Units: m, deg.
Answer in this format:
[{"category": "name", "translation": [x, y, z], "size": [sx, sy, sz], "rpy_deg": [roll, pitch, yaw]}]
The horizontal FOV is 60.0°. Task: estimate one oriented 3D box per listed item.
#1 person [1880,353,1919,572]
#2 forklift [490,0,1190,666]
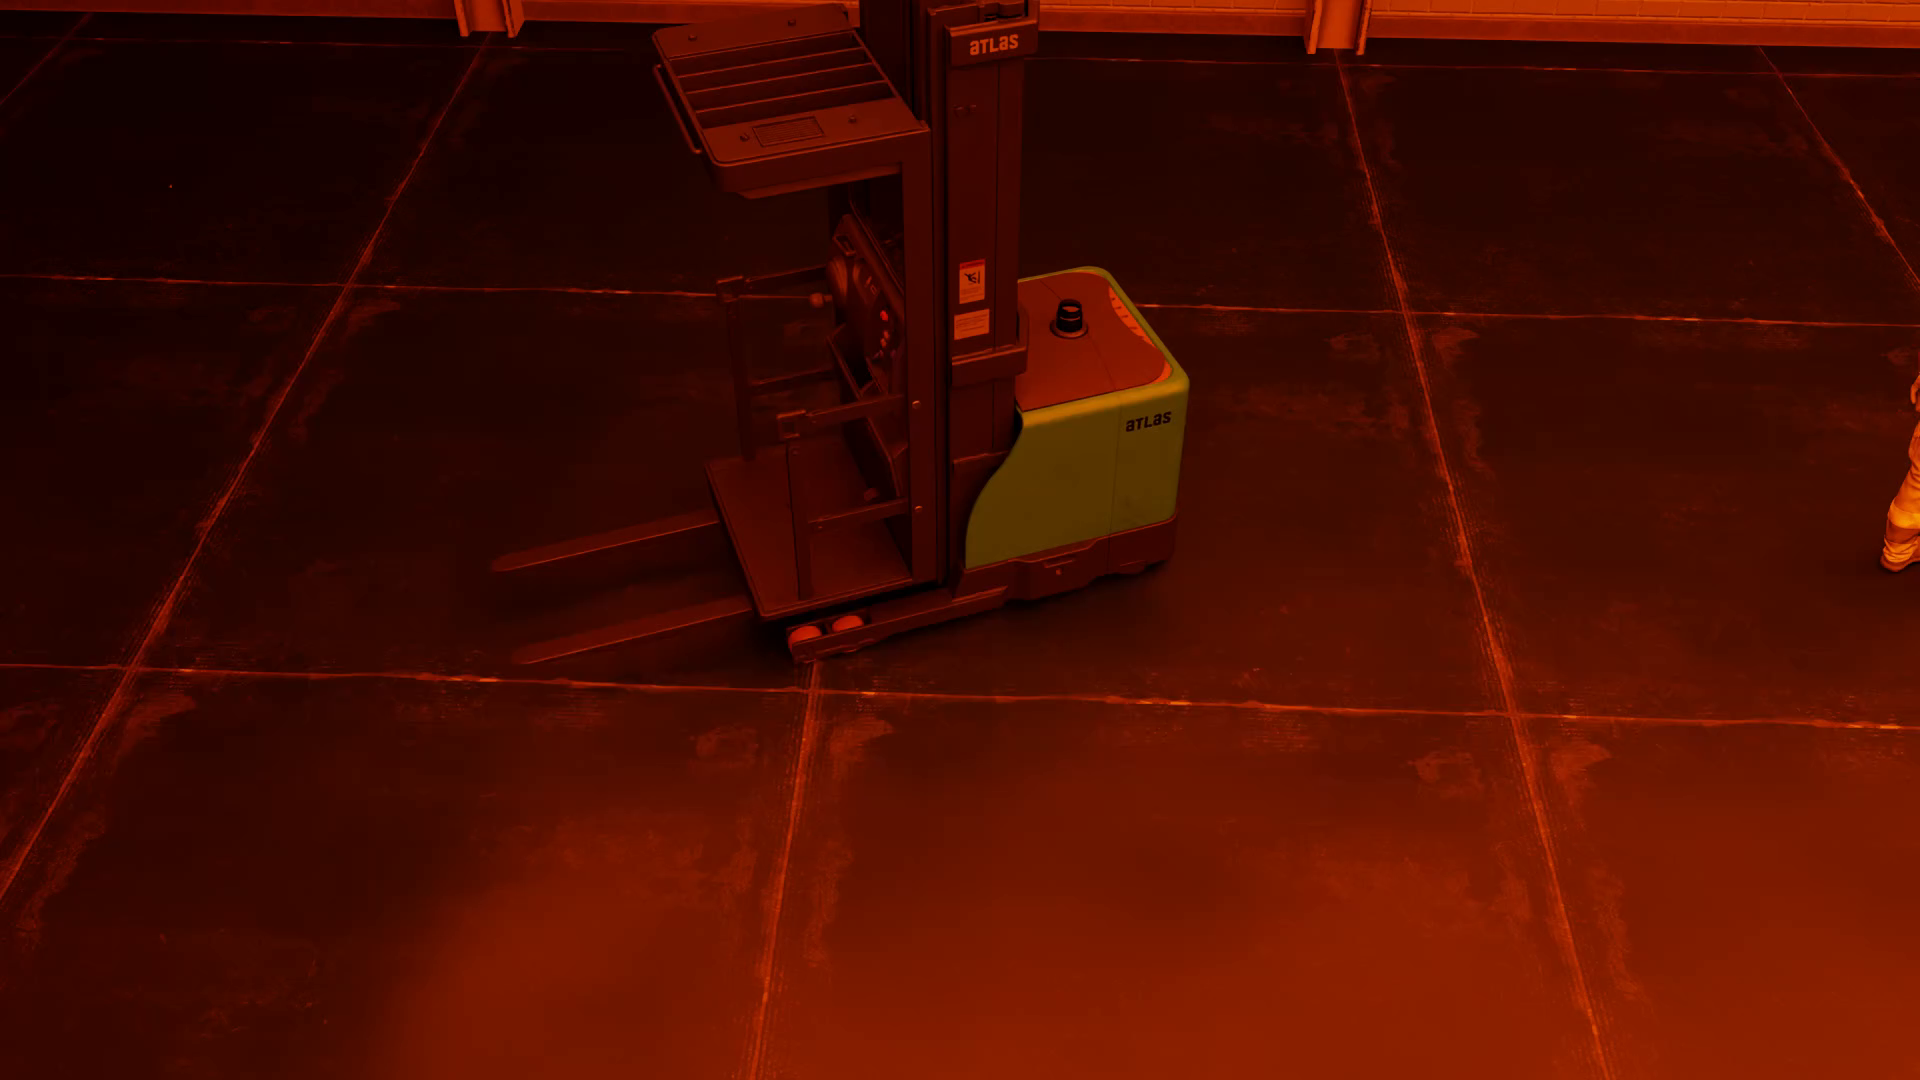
[{"category": "person", "translation": [4.434, -0.554, 7.185], "size": [0.564, 1.787, 0.637], "rpy_deg": [-15, 45, -16]}, {"category": "forklift", "translation": [-0.573, -0.945, 6.778], "size": [3.031, 2.935, 1.130], "rpy_deg": [-13, 44, -14]}]
